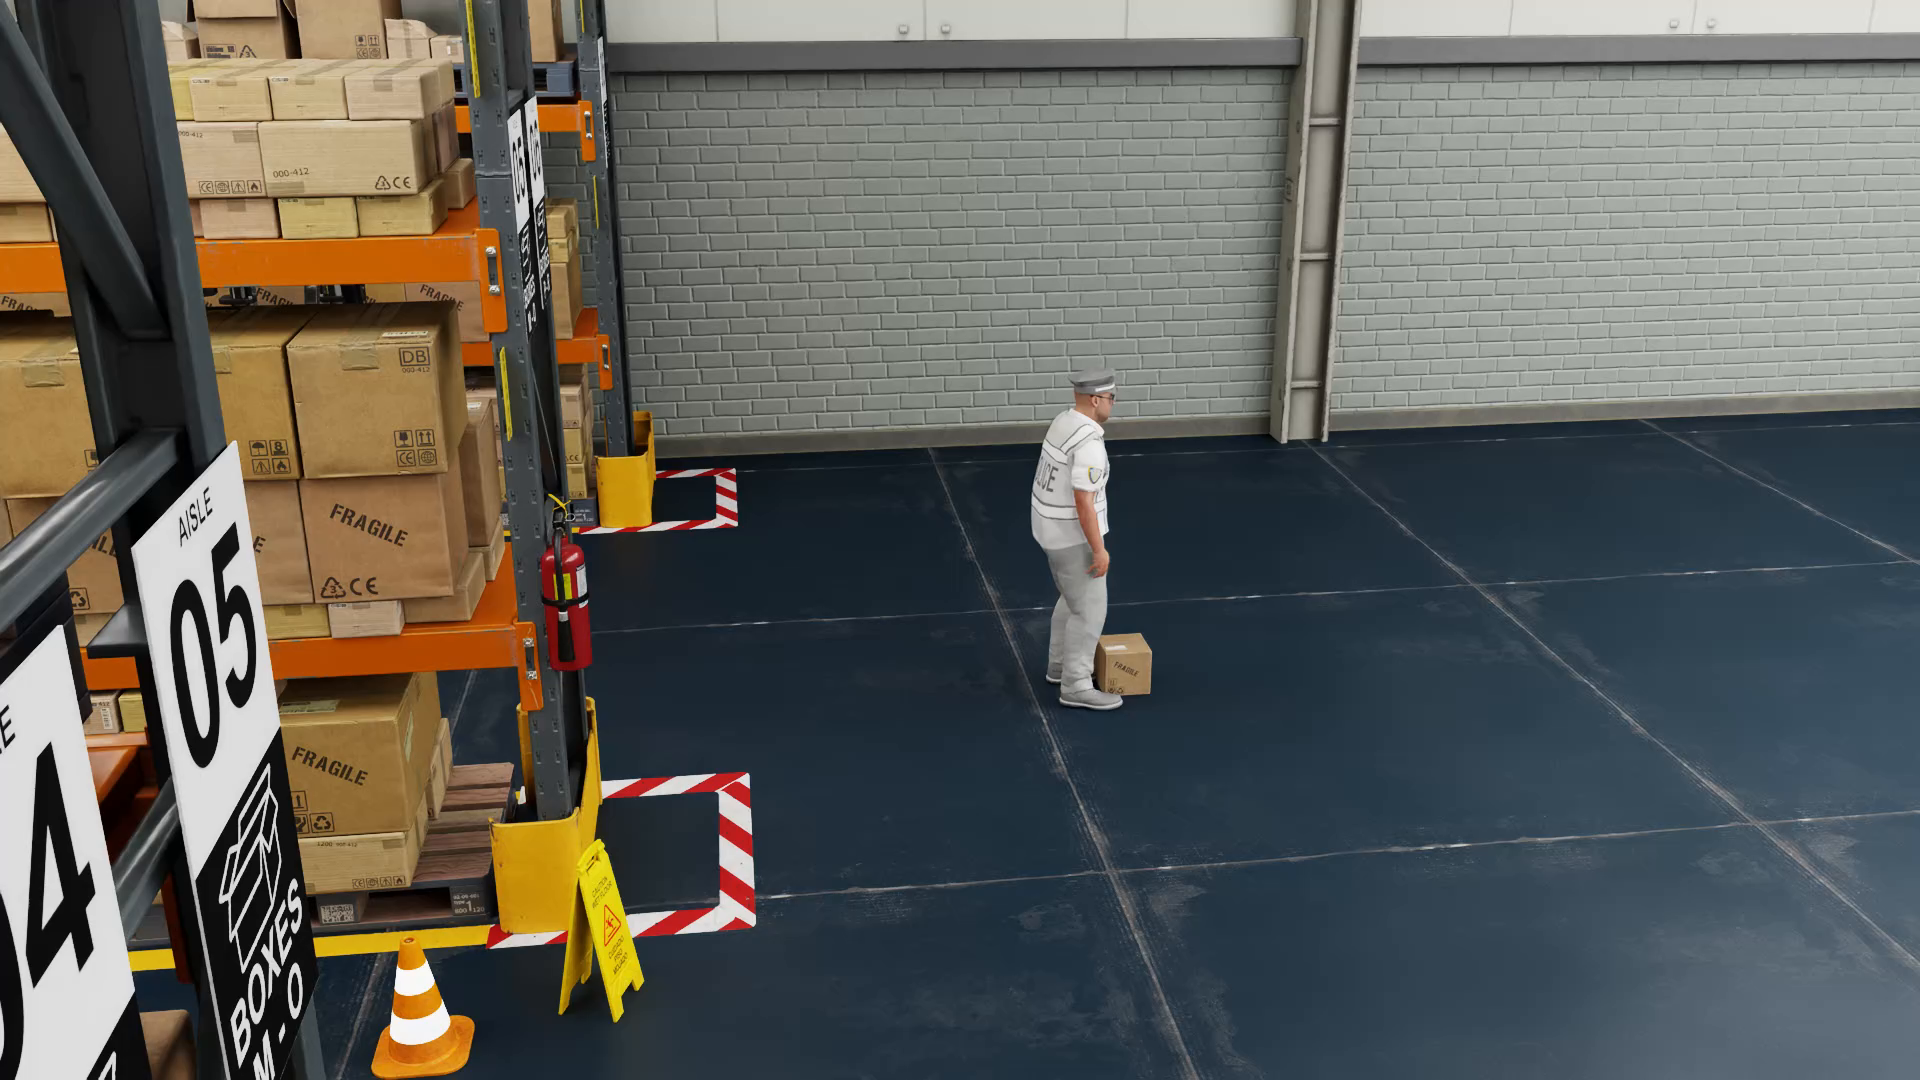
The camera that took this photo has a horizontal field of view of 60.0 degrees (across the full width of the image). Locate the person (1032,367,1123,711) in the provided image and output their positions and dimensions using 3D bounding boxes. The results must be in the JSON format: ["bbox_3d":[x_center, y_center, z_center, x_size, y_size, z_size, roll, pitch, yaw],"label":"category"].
[{"bbox_3d":[0.599,-0.024,8.624,0.431,1.750,0.606,-4,20,-11],"label":"person"}]
